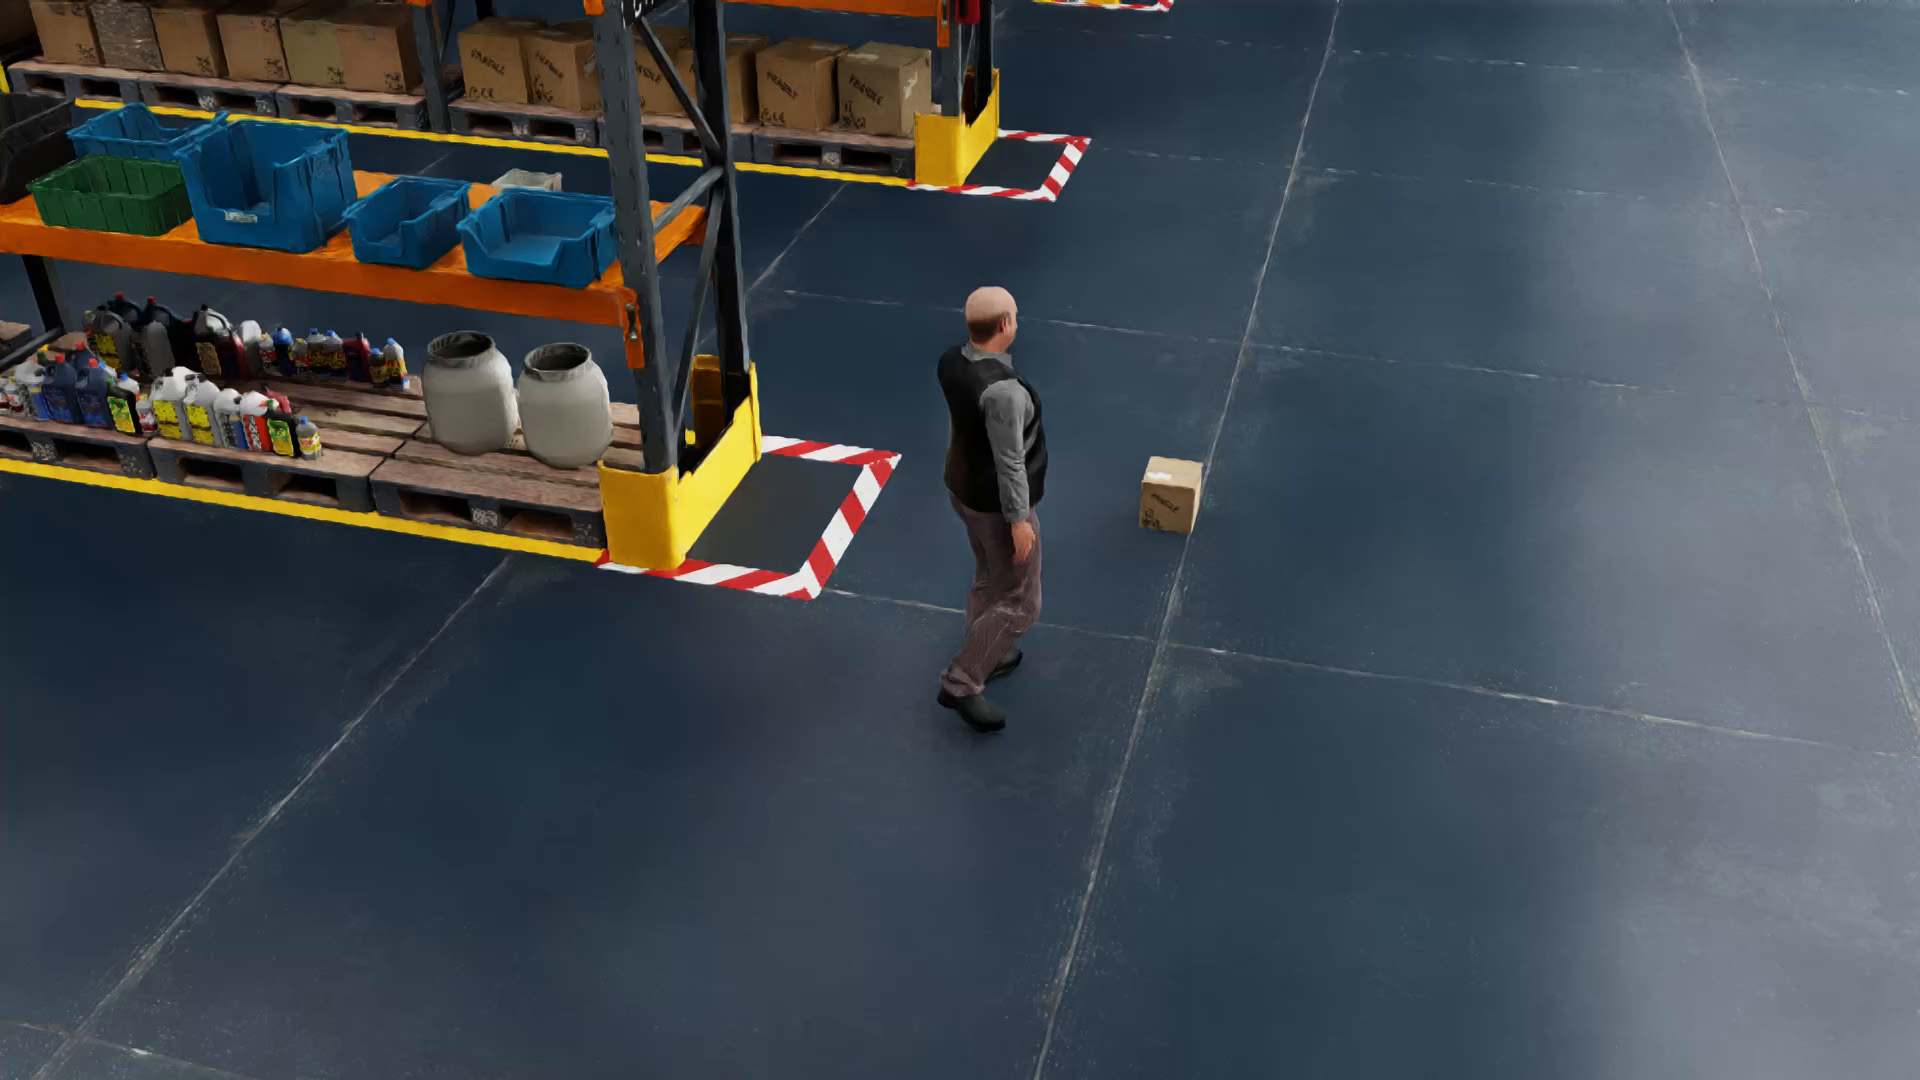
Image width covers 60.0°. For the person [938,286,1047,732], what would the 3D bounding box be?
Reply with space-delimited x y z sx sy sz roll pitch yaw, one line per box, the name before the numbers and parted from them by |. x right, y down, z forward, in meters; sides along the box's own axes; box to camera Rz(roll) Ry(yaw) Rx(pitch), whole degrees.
person | 0.092 -0.115 6.358 0.517 1.699 0.721 -13 35 -19
